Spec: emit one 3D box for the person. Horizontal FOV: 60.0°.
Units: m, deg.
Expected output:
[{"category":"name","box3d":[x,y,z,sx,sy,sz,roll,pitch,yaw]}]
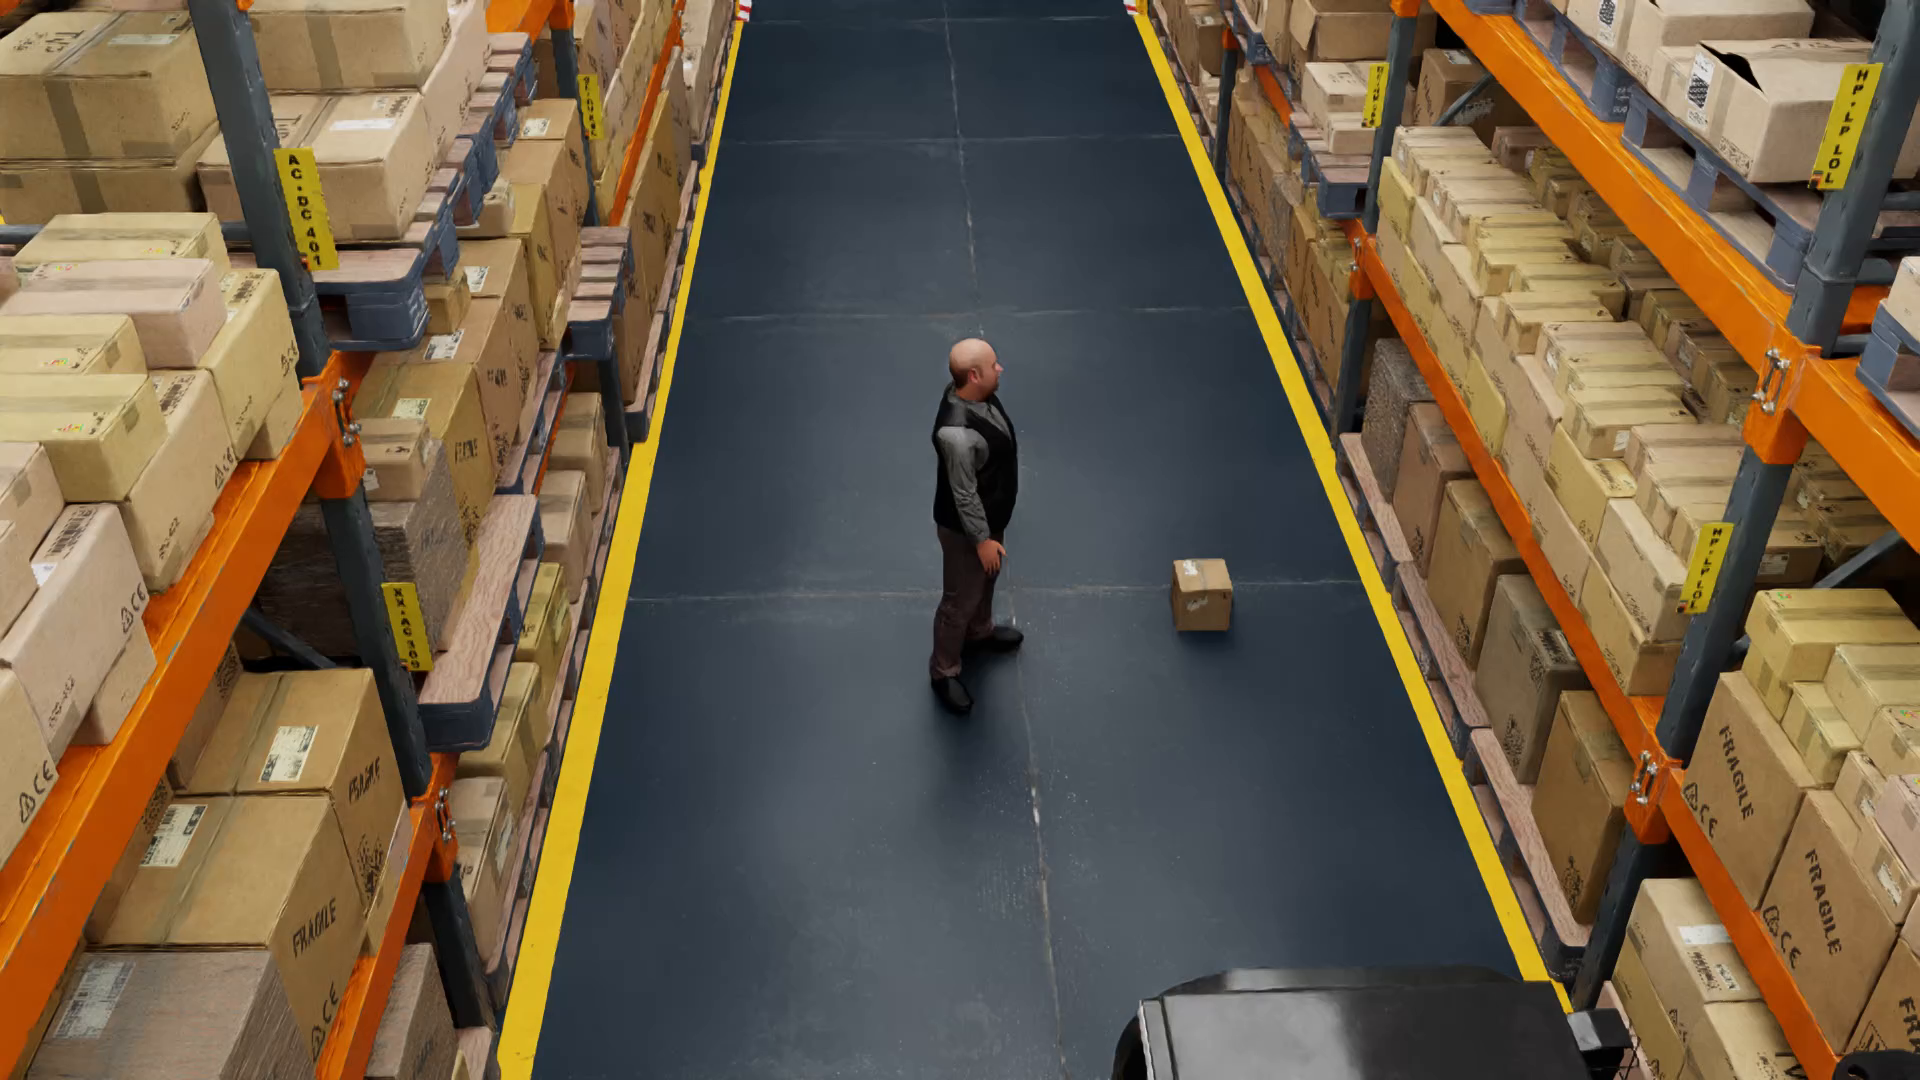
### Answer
[{"category":"person","box3d":[0.067,-0.102,7.271,0.375,1.727,0.659,7,36,10]}]
